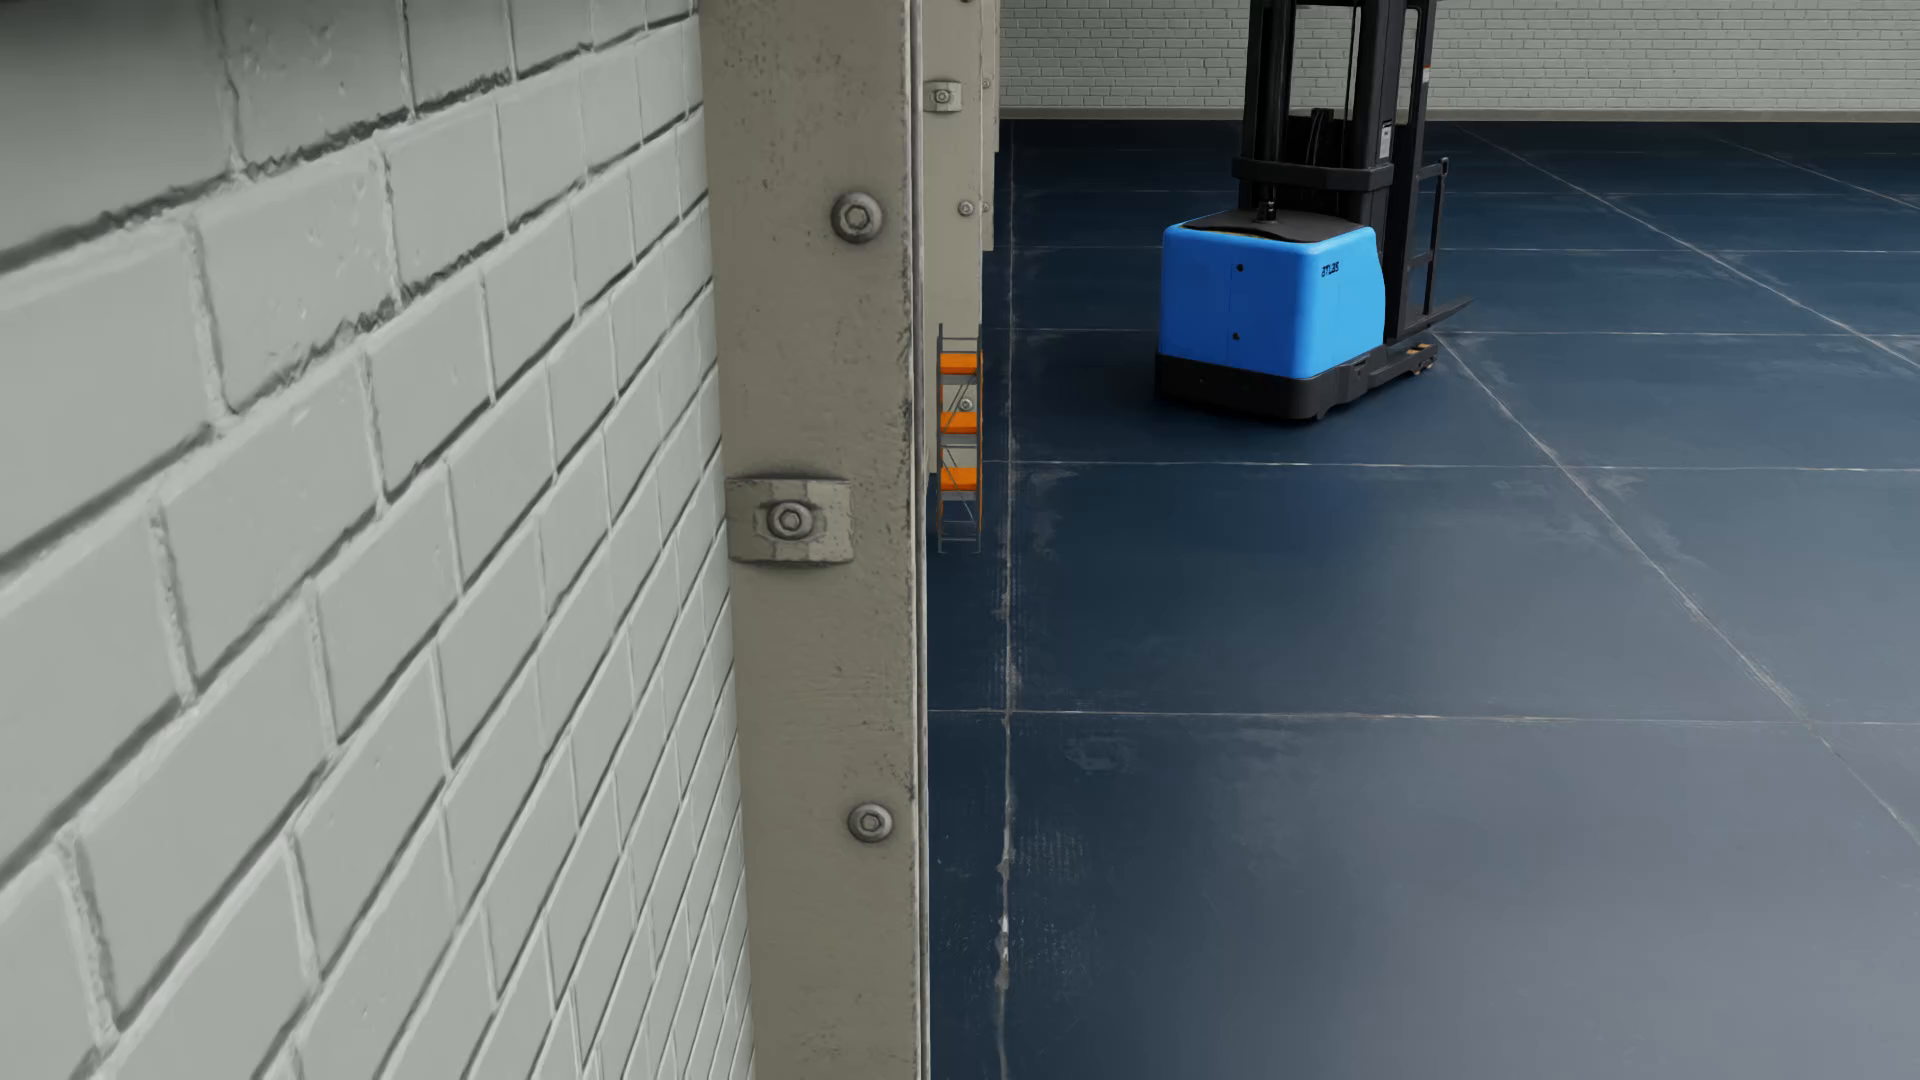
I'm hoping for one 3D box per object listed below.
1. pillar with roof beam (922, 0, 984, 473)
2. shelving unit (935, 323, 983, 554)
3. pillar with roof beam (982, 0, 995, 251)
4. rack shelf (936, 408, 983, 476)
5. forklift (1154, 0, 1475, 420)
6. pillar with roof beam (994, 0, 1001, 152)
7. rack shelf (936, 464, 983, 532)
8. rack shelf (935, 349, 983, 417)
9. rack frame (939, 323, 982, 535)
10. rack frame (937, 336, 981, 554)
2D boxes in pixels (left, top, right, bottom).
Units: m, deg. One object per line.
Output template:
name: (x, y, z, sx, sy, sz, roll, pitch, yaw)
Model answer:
pillar with roof beam: (4.262, -4.583, 7.399, 9.100, 9.000, 0.400, 1, 21, 2)
shelving unit: (-0.002, -0.470, 7.789, 0.215, 1.050, 0.252, 1, 21, 2)
pillar with roof beam: (4.444, -6.752, 12.991, 9.100, 9.000, 0.400, 1, 21, 2)
rack shelf: (-0.002, -0.460, 7.793, 0.215, 0.259, 0.240, 1, 21, 2)
forklift: (2.488, -2.532, 10.503, 1.130, 2.935, 3.031, 16, 26, 35)
pillar with roof beam: (4.627, -8.921, 18.582, 9.100, 9.000, 0.400, 1, 21, 2)
rack shelf: (-0.002, -0.201, 7.894, 0.215, 0.259, 0.240, 1, 21, 2)
rack shelf: (-0.002, -0.725, 7.690, 0.215, 0.259, 0.240, 1, 21, 2)
rack frame: (0.002, -0.514, 7.903, 0.200, 1.050, 0.008, 1, 21, 2)
rack frame: (-0.005, -0.426, 7.675, 0.200, 1.050, 0.008, 1, 21, 2)
